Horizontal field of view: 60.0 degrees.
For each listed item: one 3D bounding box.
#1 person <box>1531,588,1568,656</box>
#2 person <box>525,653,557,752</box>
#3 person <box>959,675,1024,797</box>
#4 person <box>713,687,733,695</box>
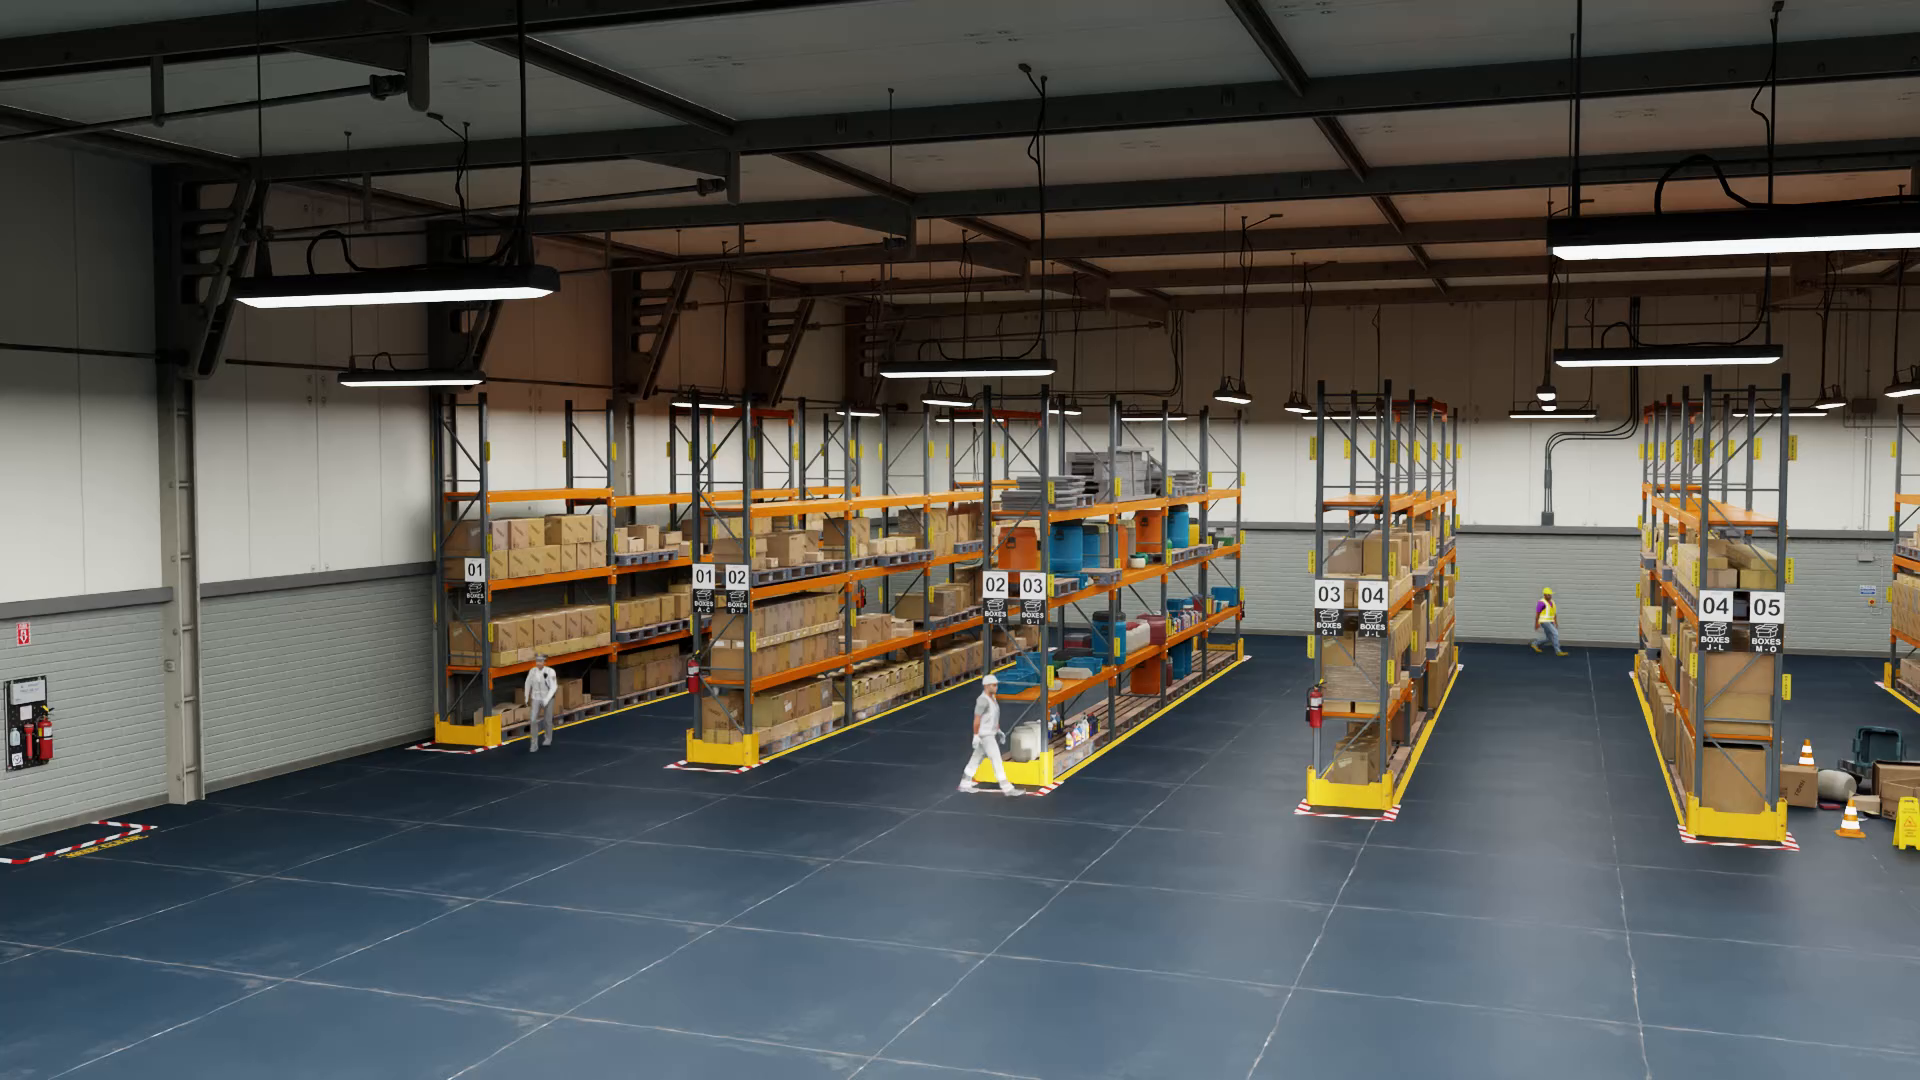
[{"bbox_3d":[14.497,2.000,40.917,0.559,1.655,1.085,-2,4,-39],"label":"person"},{"bbox_3d":[-7.065,2.728,28.018,0.567,1.710,0.845,0,3,-4],"label":"person"},{"bbox_3d":[0.469,2.819,24.112,0.988,1.732,0.546,1,3,10],"label":"person"},{"bbox_3d":[-4.380,2.586,30.661,0.455,1.521,0.959,0,3,-1],"label":"person"}]
